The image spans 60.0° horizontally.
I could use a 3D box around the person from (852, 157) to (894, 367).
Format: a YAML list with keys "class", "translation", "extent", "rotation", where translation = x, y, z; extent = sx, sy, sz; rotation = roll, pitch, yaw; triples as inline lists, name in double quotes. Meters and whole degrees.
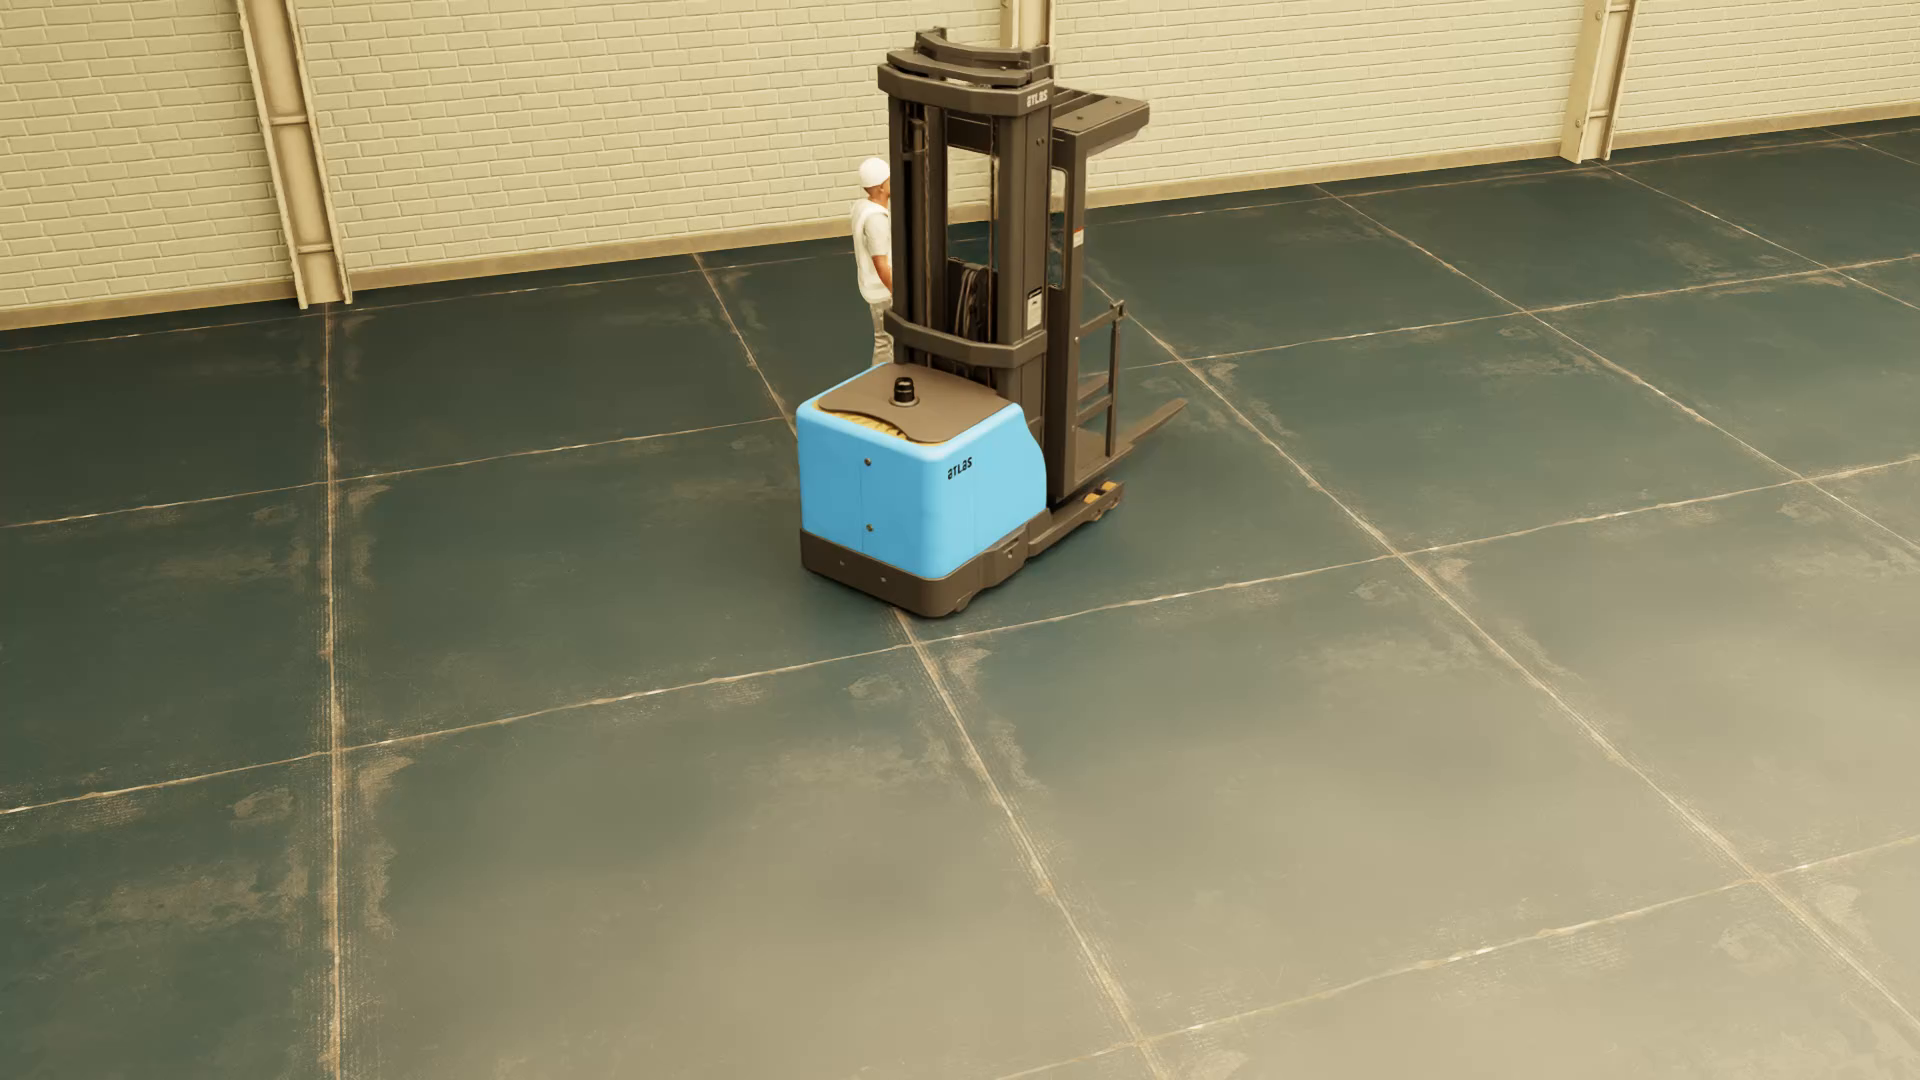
- class: "person"
  translation: [-0.421, -1.683, 11.152]
  extent: [0.569, 1.785, 0.658]
  rotation: [-7, 31, -13]

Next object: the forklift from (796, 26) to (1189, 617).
- class: "forklift"
  translation: [0.367, -1.521, 9.731]
  extent: [1.130, 2.935, 3.031]
  rotation: [21, 36, 32]
